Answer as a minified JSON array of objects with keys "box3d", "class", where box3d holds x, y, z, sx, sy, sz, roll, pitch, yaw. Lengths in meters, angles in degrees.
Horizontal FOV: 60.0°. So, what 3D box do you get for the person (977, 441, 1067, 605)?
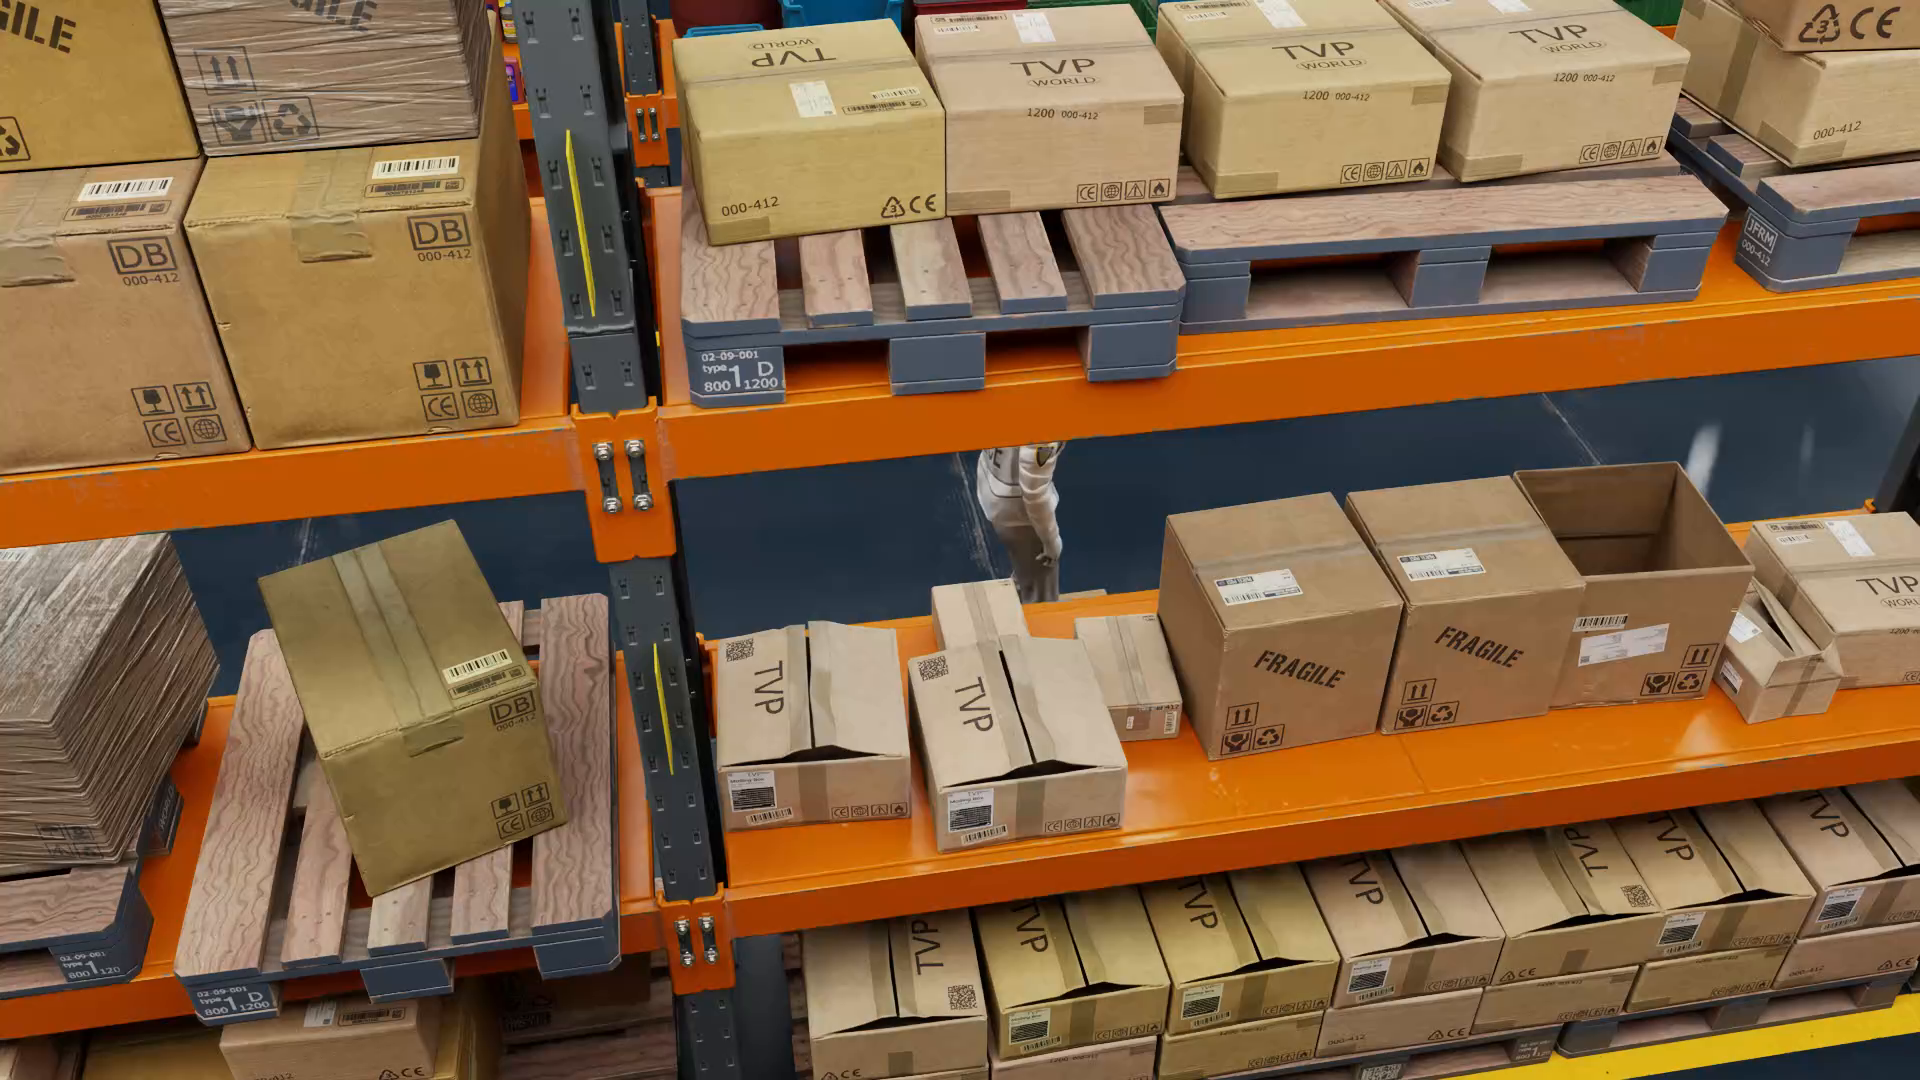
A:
[{"box3d":[0.280,-0.133,6.316,0.413,1.663,0.522,-8,40,-9],"class":"person"}]
